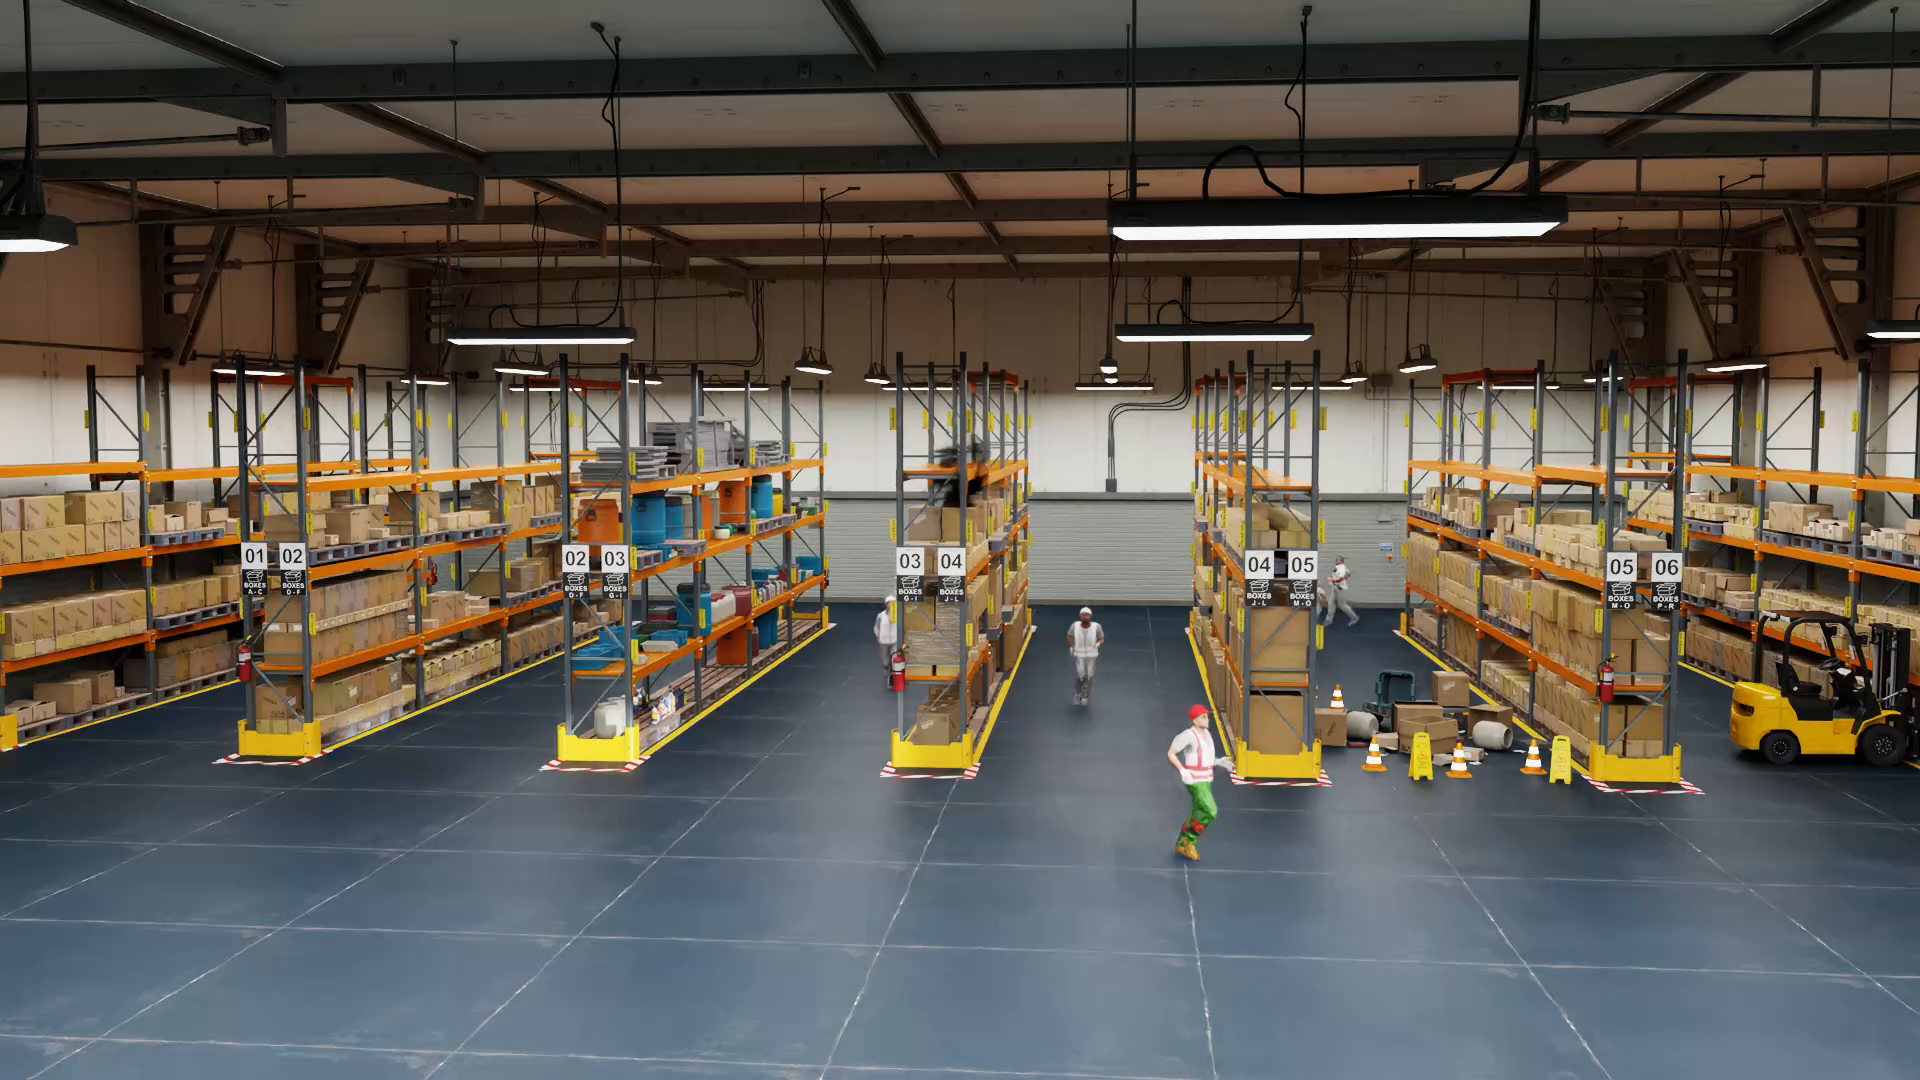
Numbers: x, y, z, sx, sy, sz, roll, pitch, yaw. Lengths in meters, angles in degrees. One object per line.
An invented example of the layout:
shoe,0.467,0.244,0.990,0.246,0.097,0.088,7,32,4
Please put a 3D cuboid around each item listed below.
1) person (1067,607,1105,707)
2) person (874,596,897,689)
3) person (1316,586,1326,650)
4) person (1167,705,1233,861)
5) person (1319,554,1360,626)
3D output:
person,2.207,2.054,29.076,0.655,1.758,0.650,0,4,1
person,-1.298,1.919,31.316,0.658,1.734,0.688,0,4,0
person,7.681,1.610,36.244,0.545,1.708,0.787,0,4,5
person,2.753,2.766,18.980,0.668,1.768,0.634,3,5,37
person,9.231,1.218,40.458,0.940,1.782,0.666,1,4,7
